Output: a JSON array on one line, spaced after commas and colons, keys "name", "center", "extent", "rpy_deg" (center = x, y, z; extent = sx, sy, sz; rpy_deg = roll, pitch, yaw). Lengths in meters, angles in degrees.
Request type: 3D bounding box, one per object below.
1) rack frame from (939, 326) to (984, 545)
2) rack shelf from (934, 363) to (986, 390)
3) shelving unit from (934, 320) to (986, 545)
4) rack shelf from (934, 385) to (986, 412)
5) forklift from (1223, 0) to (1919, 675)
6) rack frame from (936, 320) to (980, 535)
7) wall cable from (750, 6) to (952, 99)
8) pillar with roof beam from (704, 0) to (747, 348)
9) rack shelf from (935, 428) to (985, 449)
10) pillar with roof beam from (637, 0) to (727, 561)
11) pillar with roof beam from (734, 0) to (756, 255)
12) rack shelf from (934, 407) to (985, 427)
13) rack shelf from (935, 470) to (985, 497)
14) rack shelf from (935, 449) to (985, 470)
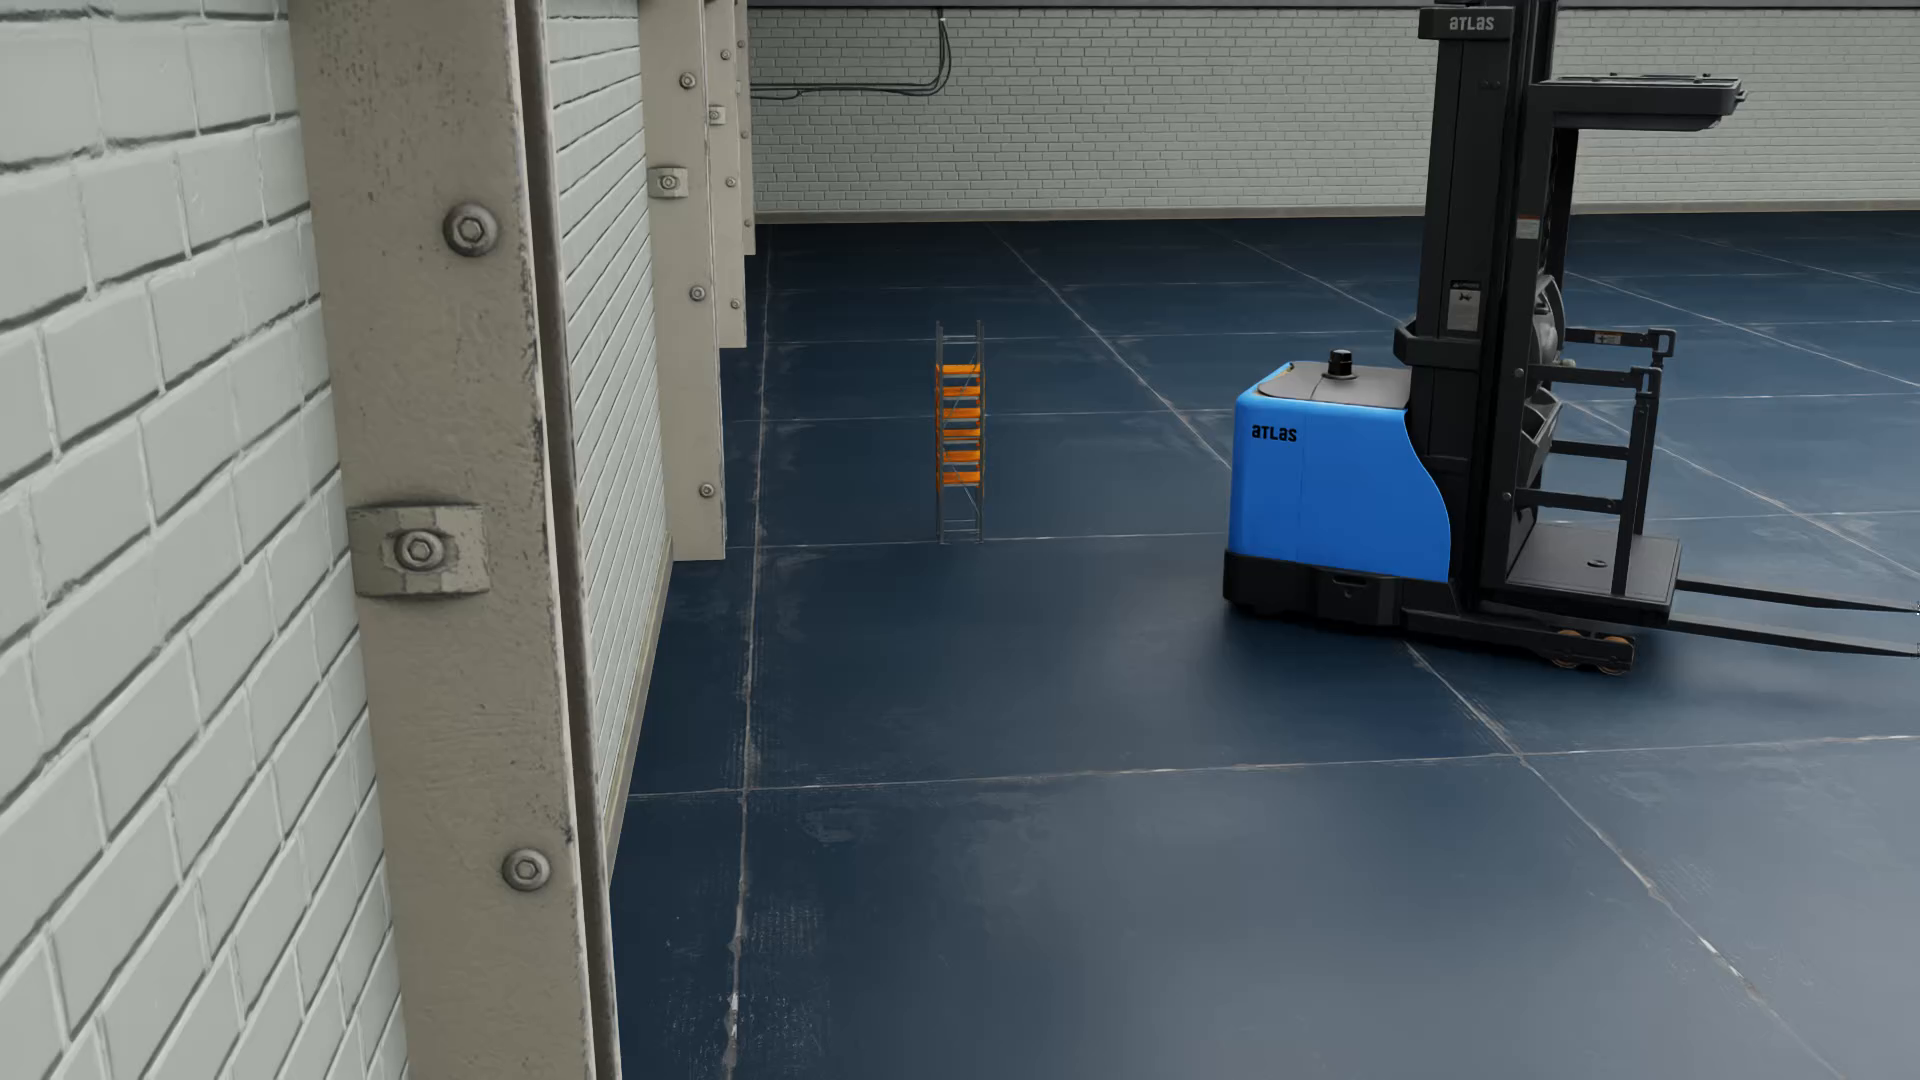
[{"name": "rack frame", "center": [0.008, -0.550, 8.924], "extent": [0.240, 1.200, 0.006], "rpy_deg": [-2, 18, -6]}, {"name": "rack shelf", "center": [-0.002, -0.878, 8.917], "extent": [0.258, 0.103, 0.180], "rpy_deg": [-2, 18, -6]}, {"name": "shelving unit", "center": [-0.001, -0.577, 9.011], "extent": [0.258, 1.200, 0.189], "rpy_deg": [-2, 18, -6]}, {"name": "rack shelf", "center": [-0.002, -0.763, 8.953], "extent": [0.258, 0.103, 0.180], "rpy_deg": [-2, 18, -6]}, {"name": "forklift", "center": [2.832, -0.987, 7.429], "extent": [3.031, 2.935, 1.130], "rpy_deg": [8, 19, 24]}, {"name": "rack frame", "center": [-0.011, -0.604, 9.098], "extent": [0.240, 1.200, 0.006], "rpy_deg": [-2, 18, -6]}, {"name": "wall cable", "center": [-1.651, -7.258, 22.455], "extent": [3.097, 2.526, 0.112], "rpy_deg": [-2, 18, -6]}, {"name": "pillar with roof beam", "center": [2.238, -6.166, 13.793], "extent": [9.100, 9.000, 0.400], "rpy_deg": [-2, 18, -6]}, {"name": "rack shelf", "center": [-0.001, -0.534, 9.024], "extent": [0.258, 0.103, 0.180], "rpy_deg": [-2, 18, -6]}, {"name": "pillar with roof beam", "center": [2.857, -4.378, 8.099], "extent": [9.100, 9.000, 0.400], "rpy_deg": [-2, 18, -6]}, {"name": "pillar with roof beam", "center": [1.619, -7.953, 19.487], "extent": [9.100, 9.000, 0.400], "rpy_deg": [-2, 18, -6]}, {"name": "rack shelf", "center": [-0.001, -0.649, 8.988], "extent": [0.258, 0.103, 0.180], "rpy_deg": [-2, 18, -6]}, {"name": "rack shelf", "center": [-0.001, -0.305, 9.096], "extent": [0.258, 0.103, 0.180], "rpy_deg": [-2, 18, -6]}, {"name": "rack shelf", "center": [-0.001, -0.420, 9.060], "extent": [0.258, 0.103, 0.180], "rpy_deg": [-2, 18, -6]}]
